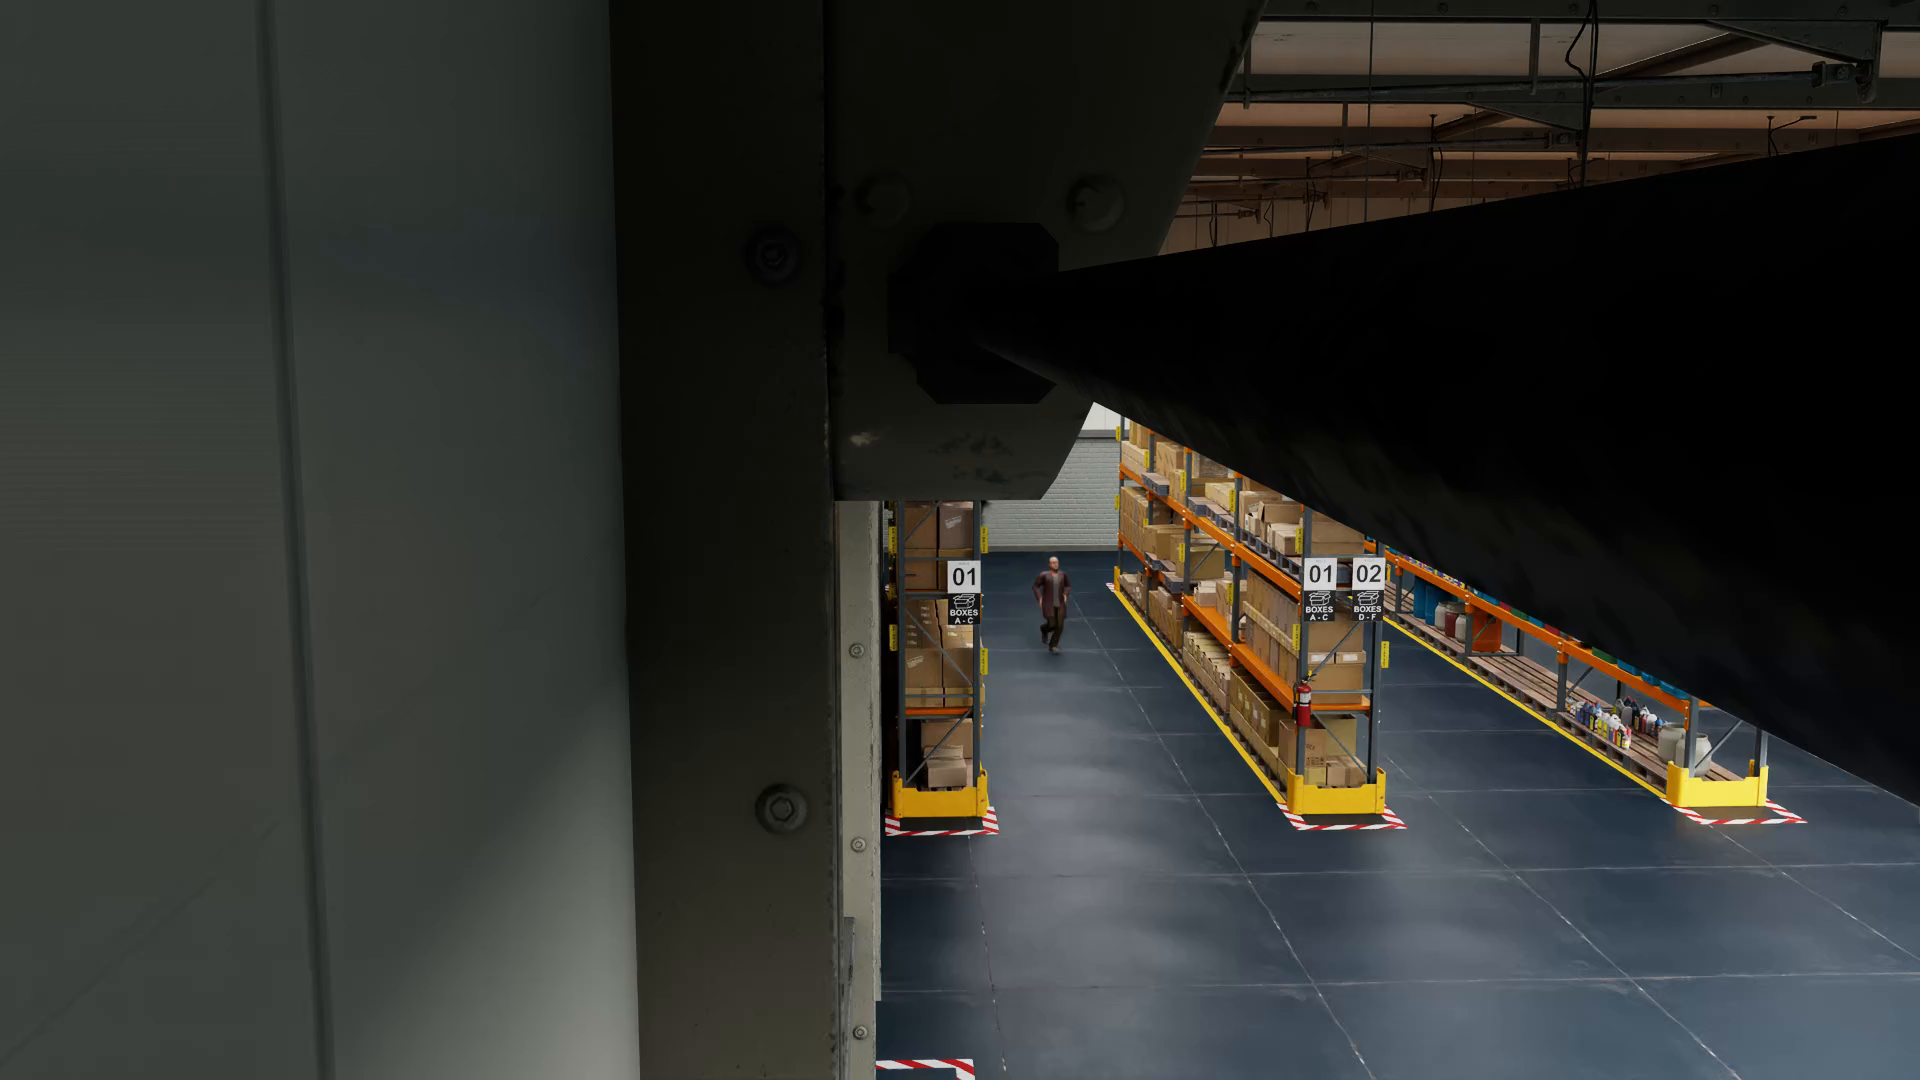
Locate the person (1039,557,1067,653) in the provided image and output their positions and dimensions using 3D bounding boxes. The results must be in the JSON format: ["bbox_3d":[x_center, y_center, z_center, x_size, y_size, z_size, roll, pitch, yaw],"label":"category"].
[{"bbox_3d":[1.687,1.198,30.041,0.674,1.666,0.637,-2,8,-15],"label":"person"}]
